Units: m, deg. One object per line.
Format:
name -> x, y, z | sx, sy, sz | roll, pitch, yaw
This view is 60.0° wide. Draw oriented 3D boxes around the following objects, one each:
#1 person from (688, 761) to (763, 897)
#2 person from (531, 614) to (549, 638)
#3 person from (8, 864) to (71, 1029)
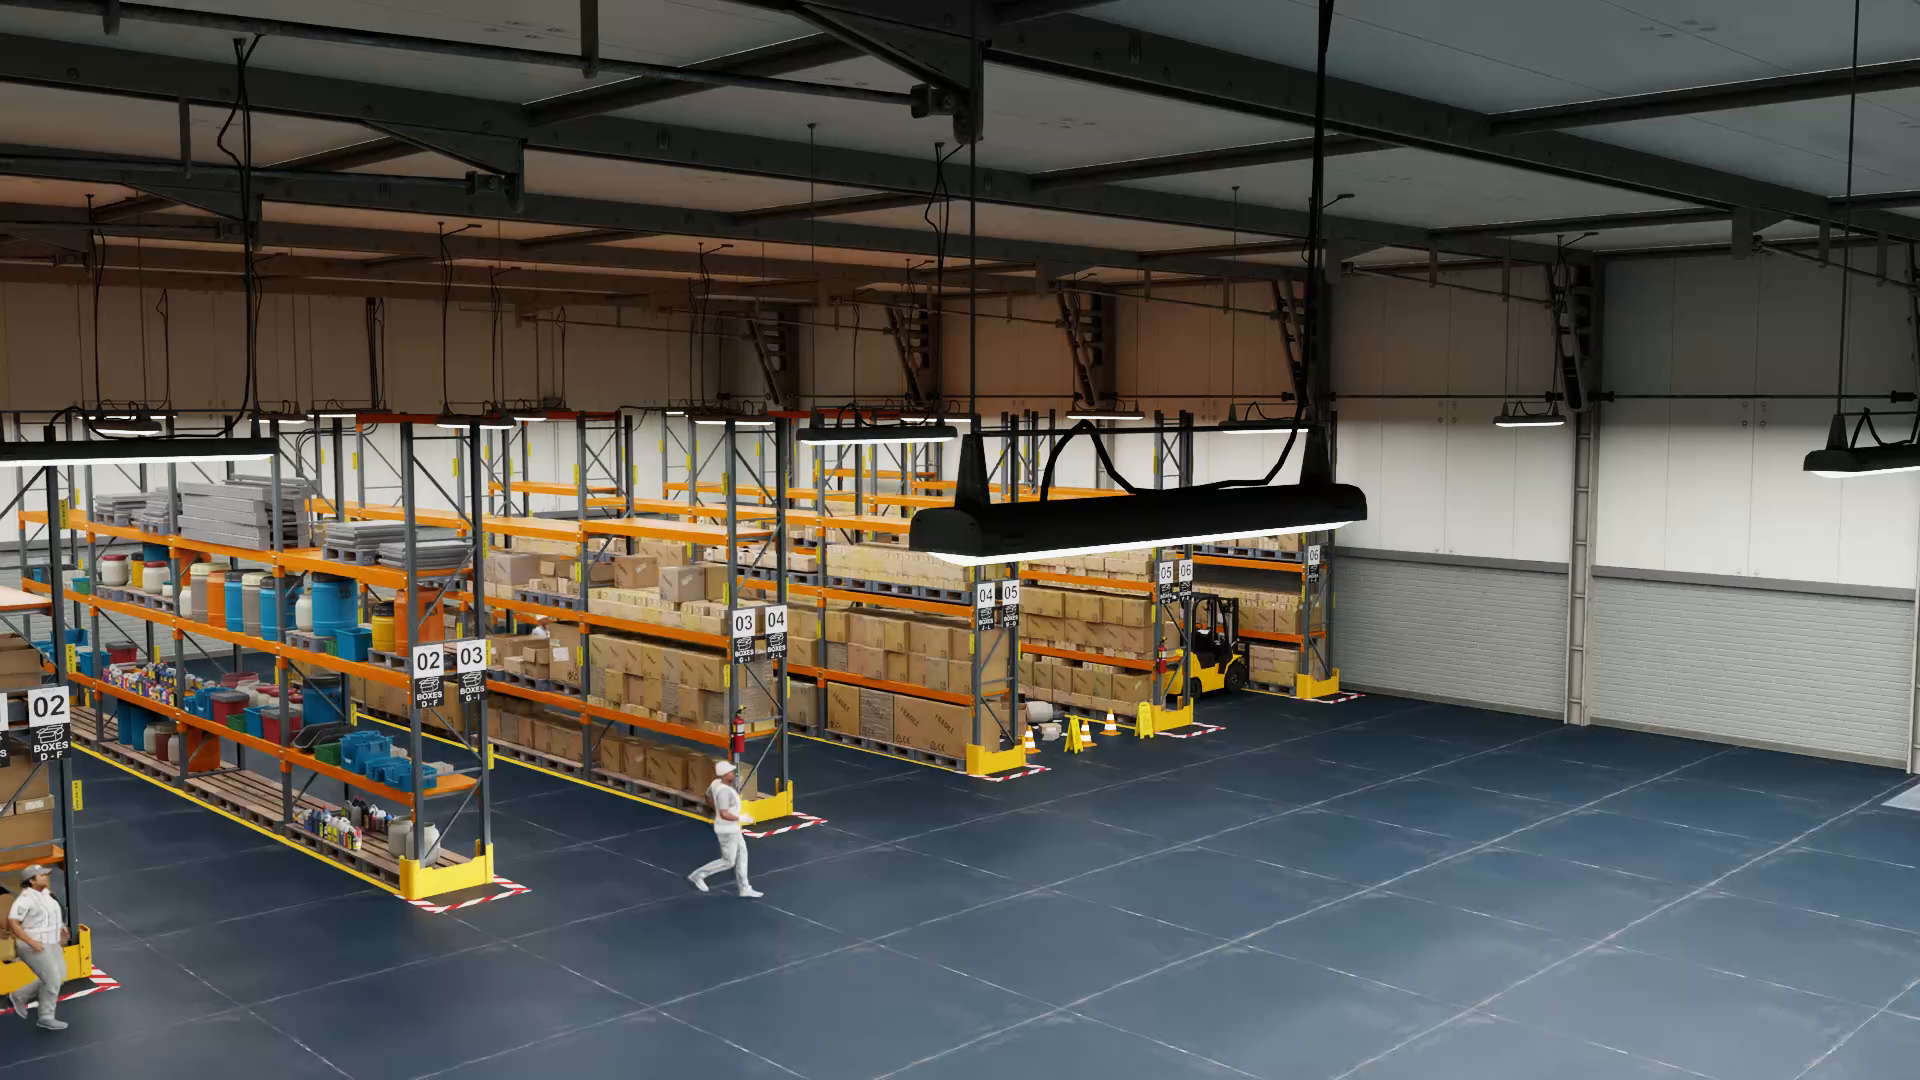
person -> -2.946, 3.646, 20.872 | 0.939, 1.777, 0.693 | -1, 5, -12
person -> -8.818, 2.407, 35.296 | 0.606, 1.722, 0.656 | 5, 7, 44
person -> -9.277, 4.085, 16.735 | 0.602, 1.642, 0.665 | 0, 5, -3
